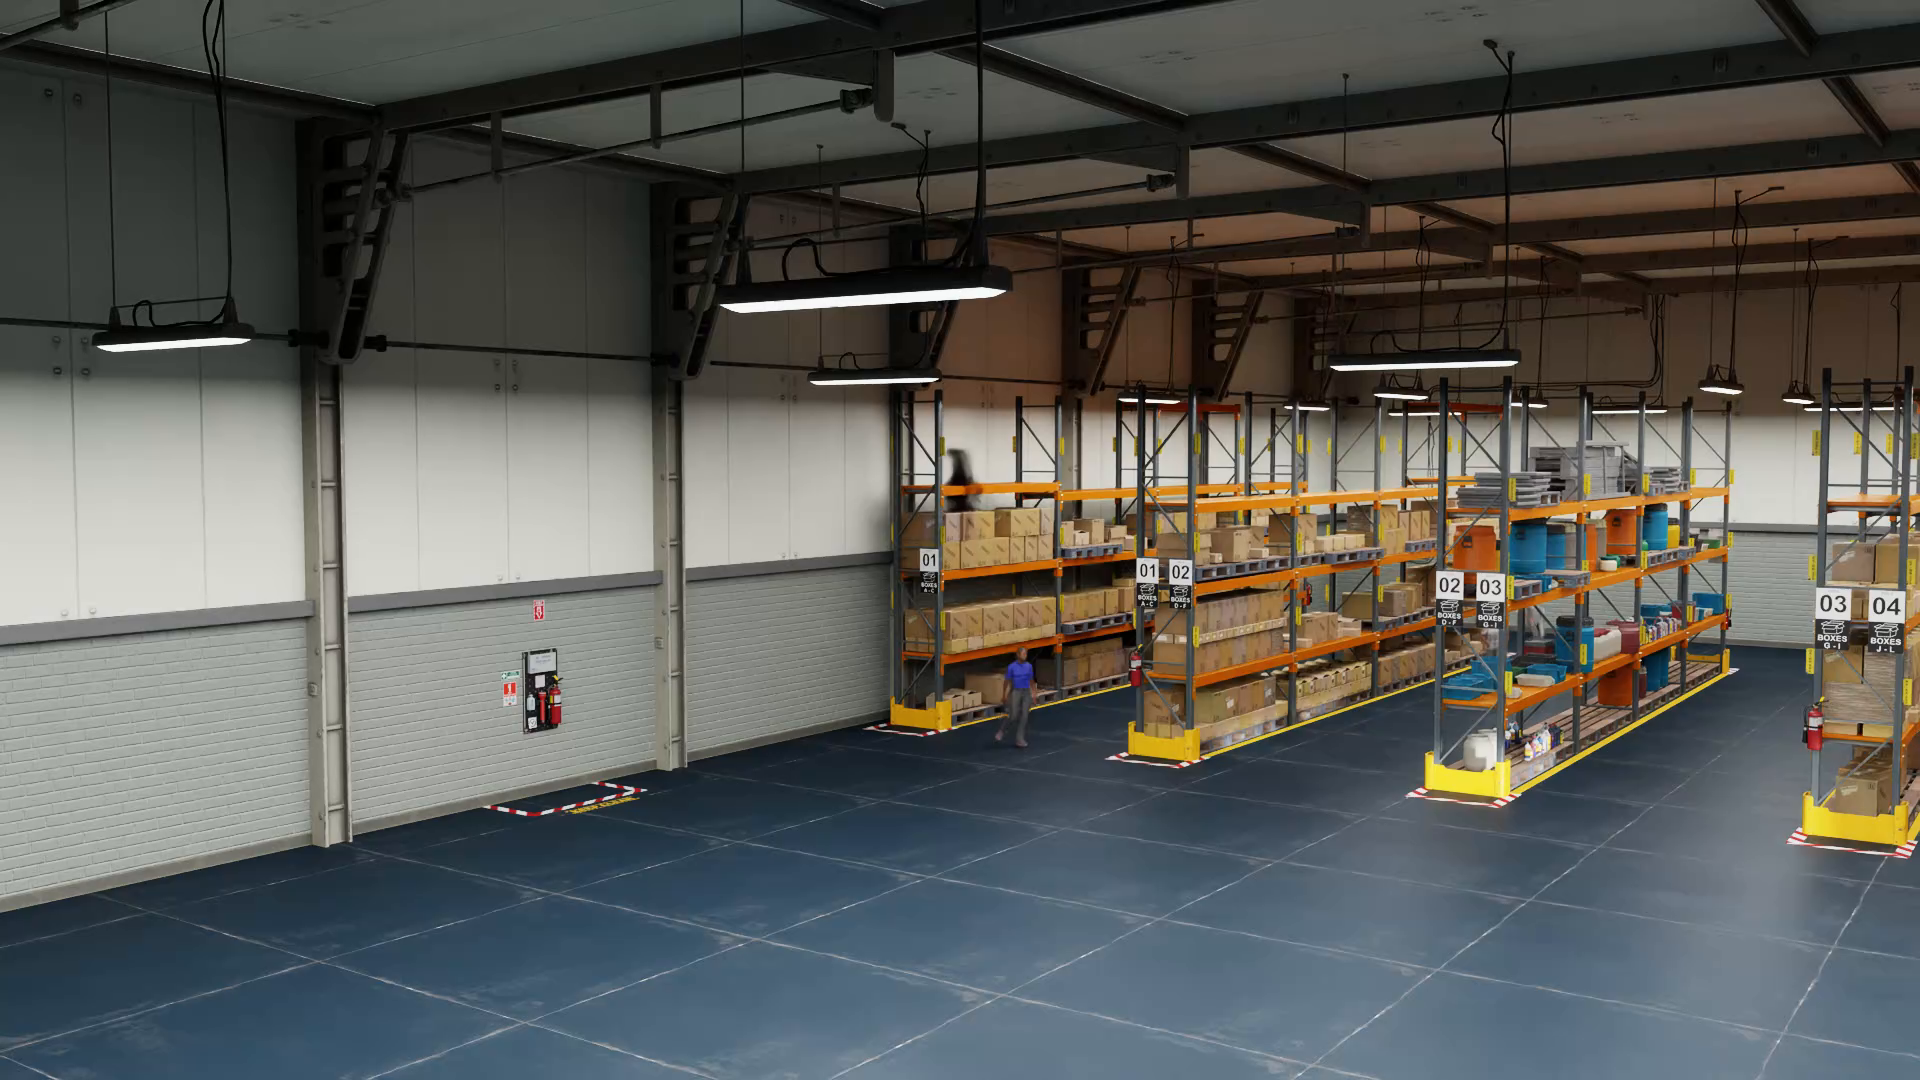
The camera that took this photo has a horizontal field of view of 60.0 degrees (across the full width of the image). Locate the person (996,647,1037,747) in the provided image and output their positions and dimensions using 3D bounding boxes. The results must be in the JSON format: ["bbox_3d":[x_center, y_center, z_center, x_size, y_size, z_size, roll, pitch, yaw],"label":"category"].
[{"bbox_3d":[0.928,2.611,27.806,0.599,1.651,0.558,-1,3,-21],"label":"person"}]

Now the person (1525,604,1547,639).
[{"bbox_3d":[13.755,2.001,39.801,0.595,1.576,0.627,-1,3,-12],"label":"person"}]

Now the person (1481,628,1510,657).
[{"bbox_3d":[11.170,2.245,34.700,0.574,1.642,0.721,1,3,23],"label":"person"}]
